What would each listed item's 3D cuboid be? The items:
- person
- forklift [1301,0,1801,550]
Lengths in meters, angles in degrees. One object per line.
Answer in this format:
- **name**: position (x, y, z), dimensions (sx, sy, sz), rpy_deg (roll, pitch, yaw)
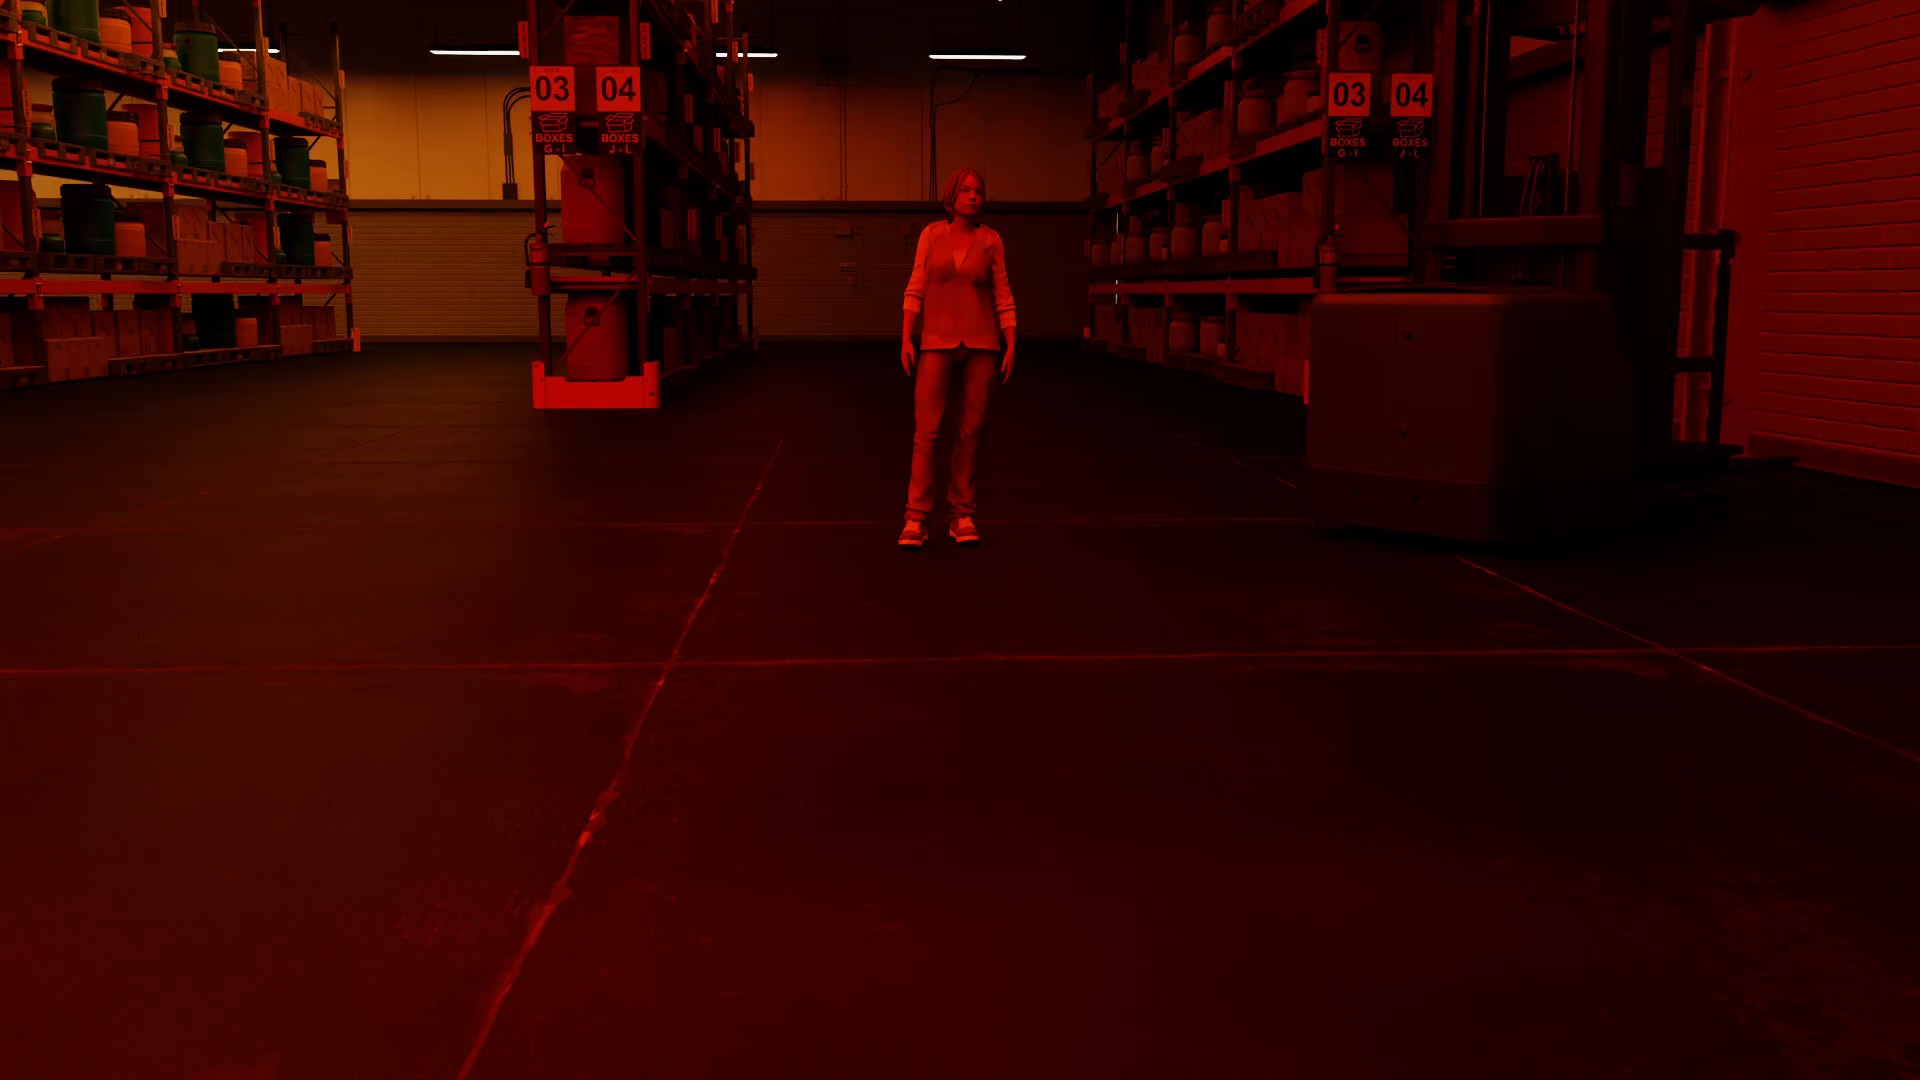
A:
- **person**: position (-0.010, -0.786, 7.118), dimensions (0.520, 1.597, 0.475), rpy_deg (-1, 8, -4)
- **forklift**: position (3.011, -1.561, 7.843), dimensions (3.031, 2.935, 1.130), rpy_deg (-7, 11, -38)
